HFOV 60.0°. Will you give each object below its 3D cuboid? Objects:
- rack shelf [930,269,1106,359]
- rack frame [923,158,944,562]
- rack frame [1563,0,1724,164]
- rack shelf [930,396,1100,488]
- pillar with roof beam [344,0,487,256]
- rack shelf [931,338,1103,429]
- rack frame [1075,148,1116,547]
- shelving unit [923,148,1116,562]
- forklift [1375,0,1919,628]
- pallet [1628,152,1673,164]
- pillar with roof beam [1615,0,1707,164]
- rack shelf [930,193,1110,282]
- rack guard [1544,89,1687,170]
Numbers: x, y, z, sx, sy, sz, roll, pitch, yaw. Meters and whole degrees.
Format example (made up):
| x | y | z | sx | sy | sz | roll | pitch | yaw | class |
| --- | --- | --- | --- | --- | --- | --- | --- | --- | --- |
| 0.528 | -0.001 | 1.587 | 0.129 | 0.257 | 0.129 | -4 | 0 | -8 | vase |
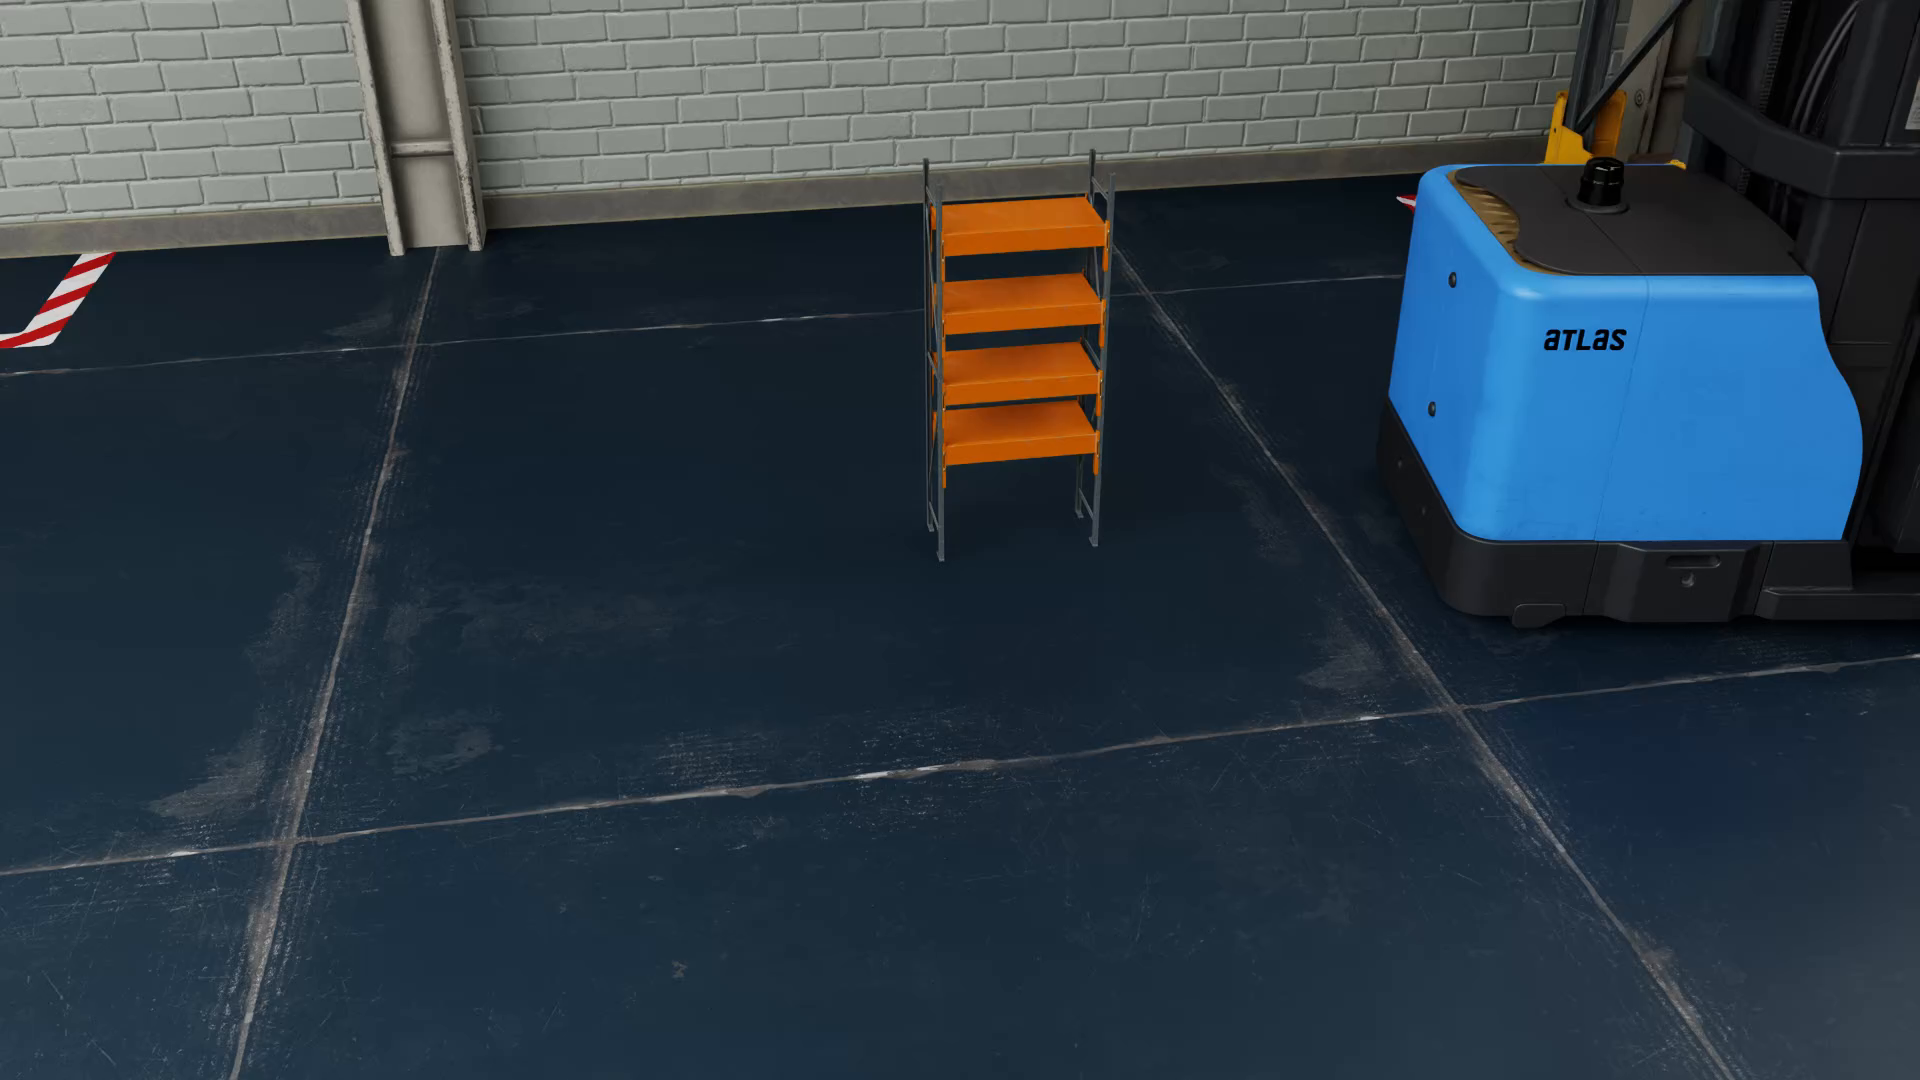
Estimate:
| x | y | z | sx | sy | sz | roll | pitch | yaw | class |
| --- | --- | --- | --- | --- | --- | --- | --- | --- | --- |
| 0.163 | -0.667 | 4.892 | 0.480 | 0.148 | 0.258 | -5 | 31 | -9 | rack shelf |
| -0.077 | -0.510 | 4.934 | 0.015 | 1.200 | 0.240 | -5 | 31 | -9 | rack frame |
| 3.004 | -2.705 | 6.892 | 0.127 | 3.000 | 1.000 | -5 | 31 | -9 | rack frame |
| 0.163 | -0.303 | 5.106 | 0.480 | 0.148 | 0.258 | -5 | 31 | -9 | rack shelf |
| -1.590 | -3.092 | 1.631 | 0.400 | 9.000 | 9.100 | -5 | 31 | -9 | pillar with roof beam |
| 0.163 | -0.474 | 5.006 | 0.480 | 0.148 | 0.258 | -5 | 31 | -9 | rack shelf |
| 0.403 | -0.555 | 5.009 | 0.015 | 1.200 | 0.240 | -5 | 31 | -9 | rack frame |
| 0.163 | -0.532 | 4.972 | 0.503 | 1.200 | 0.258 | -5 | 31 | -9 | shelving unit |
| 2.905 | -1.256 | 4.494 | 3.031 | 2.935 | 1.130 | 0 | 30 | 0 | forklift |
| 3.884 | -1.567 | 7.706 | 1.213 | 0.211 | 1.003 | -5 | 31 | -9 | pallet |
| 4.312 | -3.640 | 2.563 | 0.400 | 9.000 | 9.100 | -5 | 31 | -9 | pillar with roof beam |
| 0.163 | -0.871 | 4.772 | 0.480 | 0.148 | 0.258 | -5 | 31 | -9 | rack shelf |
| 3.078 | -1.635 | 7.537 | 0.348 | 0.500 | 1.175 | -5 | 31 | -9 | rack guard |
